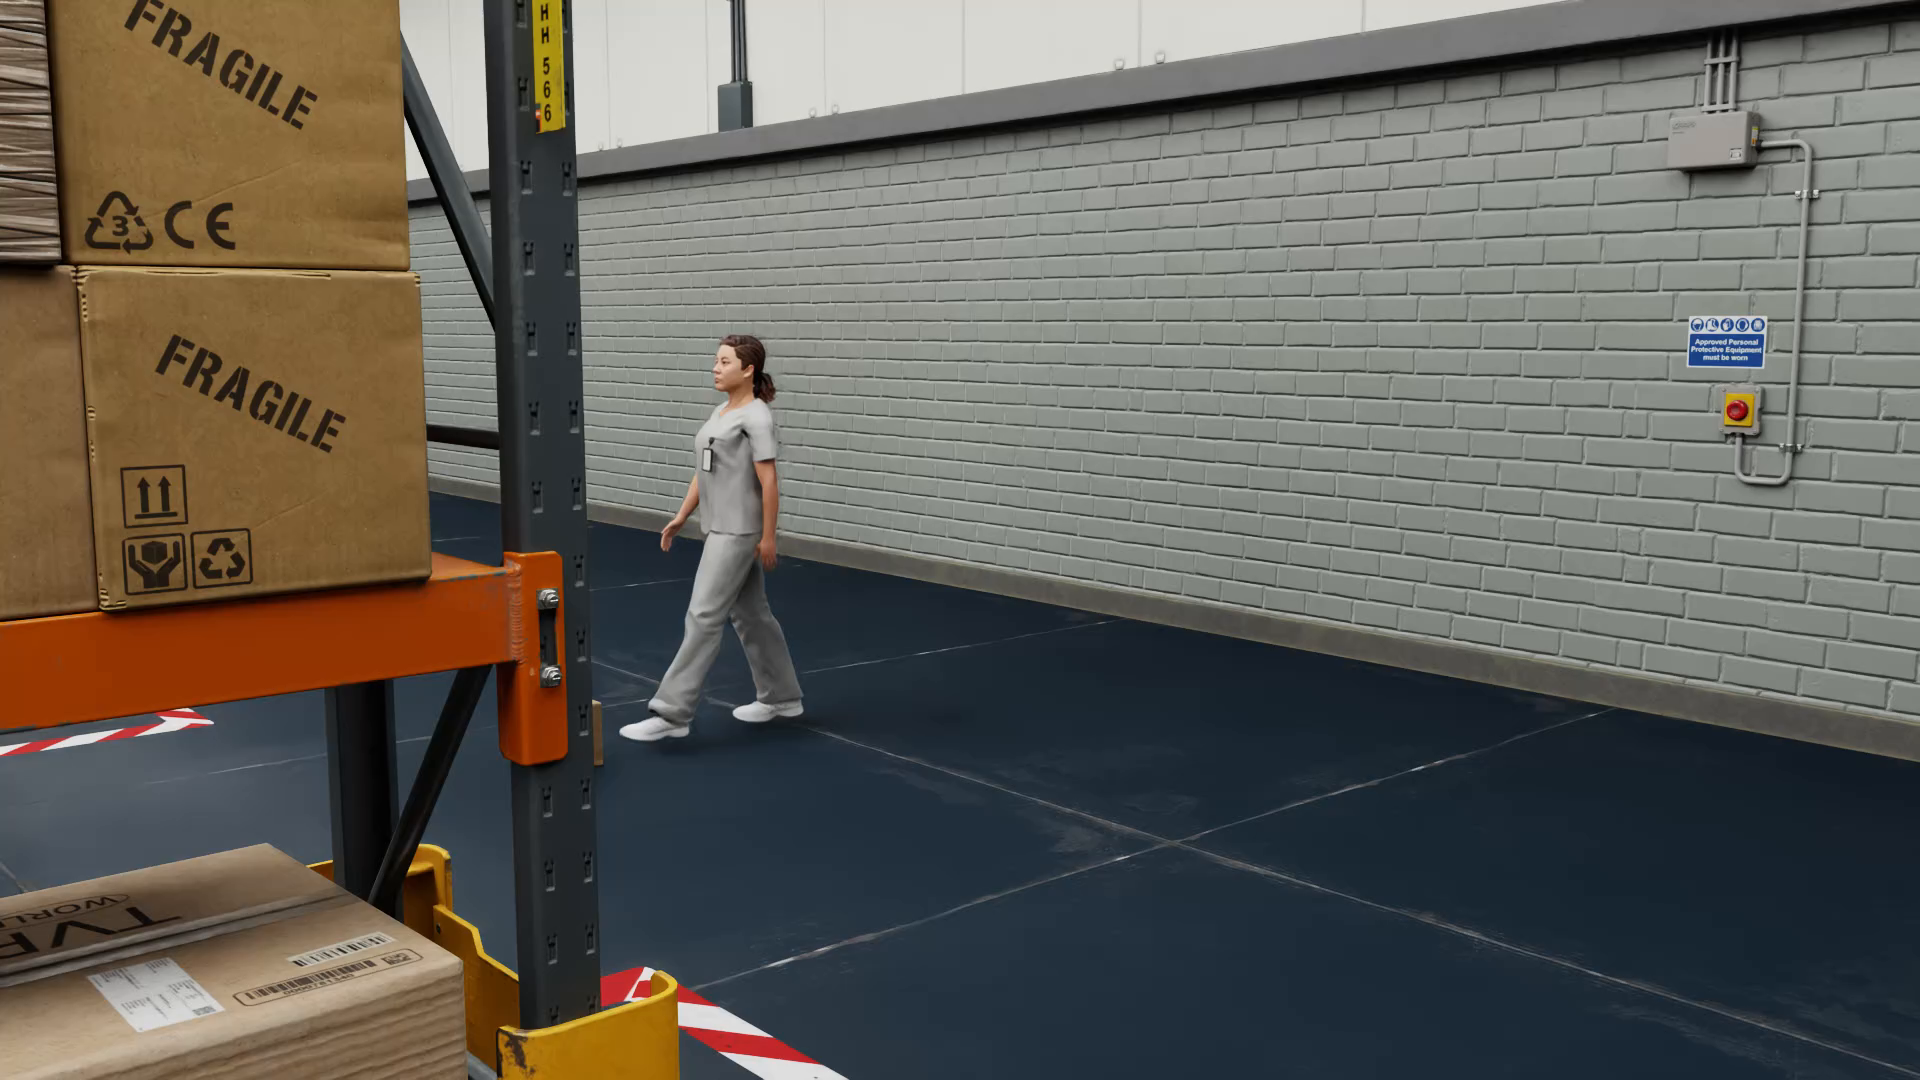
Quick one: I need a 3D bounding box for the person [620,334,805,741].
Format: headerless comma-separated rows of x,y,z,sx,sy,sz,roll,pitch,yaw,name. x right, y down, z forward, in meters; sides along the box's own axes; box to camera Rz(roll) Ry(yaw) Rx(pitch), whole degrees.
-1.044,-0.023,6.855,0.854,1.637,0.451,-4,8,-25,person
